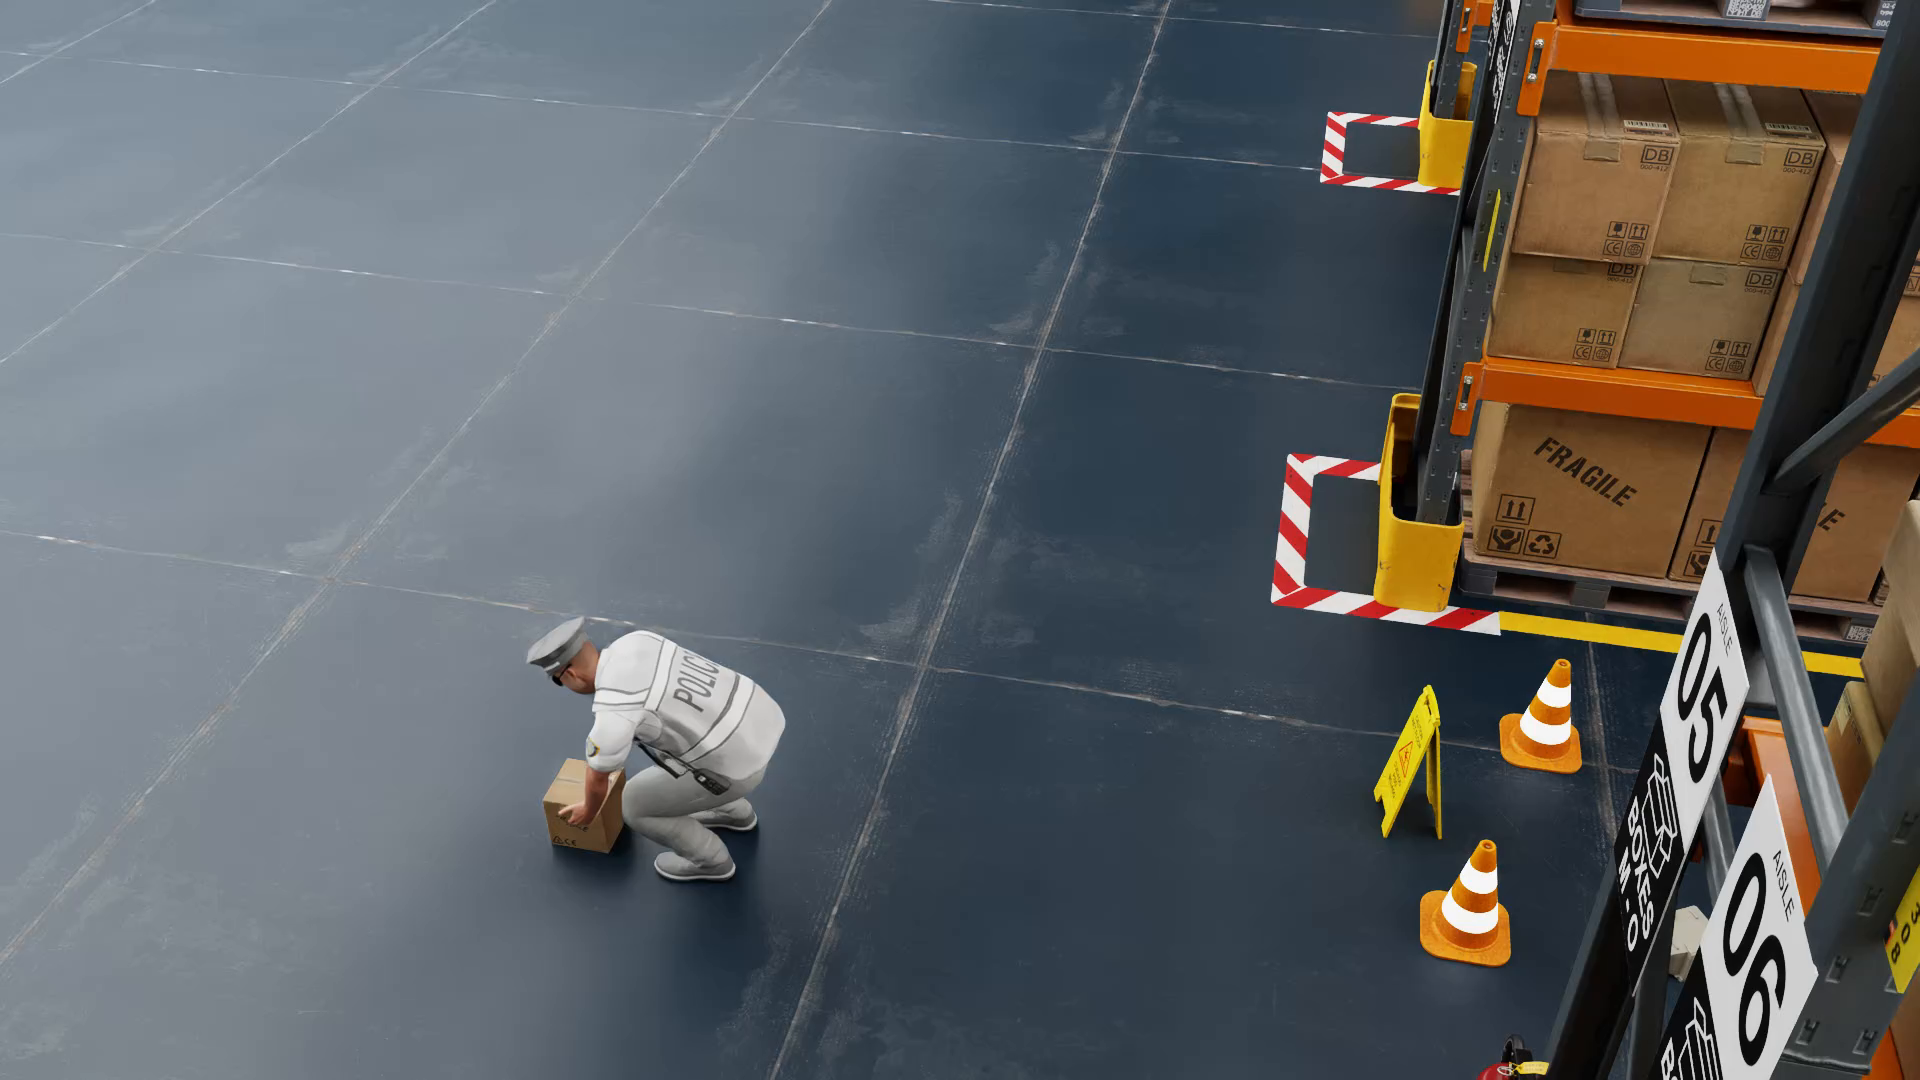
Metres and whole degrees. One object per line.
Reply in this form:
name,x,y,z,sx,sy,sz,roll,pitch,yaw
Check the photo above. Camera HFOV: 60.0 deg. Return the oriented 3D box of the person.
person,-1.149,0.798,6.410,0.922,1.124,0.576,7,37,10
